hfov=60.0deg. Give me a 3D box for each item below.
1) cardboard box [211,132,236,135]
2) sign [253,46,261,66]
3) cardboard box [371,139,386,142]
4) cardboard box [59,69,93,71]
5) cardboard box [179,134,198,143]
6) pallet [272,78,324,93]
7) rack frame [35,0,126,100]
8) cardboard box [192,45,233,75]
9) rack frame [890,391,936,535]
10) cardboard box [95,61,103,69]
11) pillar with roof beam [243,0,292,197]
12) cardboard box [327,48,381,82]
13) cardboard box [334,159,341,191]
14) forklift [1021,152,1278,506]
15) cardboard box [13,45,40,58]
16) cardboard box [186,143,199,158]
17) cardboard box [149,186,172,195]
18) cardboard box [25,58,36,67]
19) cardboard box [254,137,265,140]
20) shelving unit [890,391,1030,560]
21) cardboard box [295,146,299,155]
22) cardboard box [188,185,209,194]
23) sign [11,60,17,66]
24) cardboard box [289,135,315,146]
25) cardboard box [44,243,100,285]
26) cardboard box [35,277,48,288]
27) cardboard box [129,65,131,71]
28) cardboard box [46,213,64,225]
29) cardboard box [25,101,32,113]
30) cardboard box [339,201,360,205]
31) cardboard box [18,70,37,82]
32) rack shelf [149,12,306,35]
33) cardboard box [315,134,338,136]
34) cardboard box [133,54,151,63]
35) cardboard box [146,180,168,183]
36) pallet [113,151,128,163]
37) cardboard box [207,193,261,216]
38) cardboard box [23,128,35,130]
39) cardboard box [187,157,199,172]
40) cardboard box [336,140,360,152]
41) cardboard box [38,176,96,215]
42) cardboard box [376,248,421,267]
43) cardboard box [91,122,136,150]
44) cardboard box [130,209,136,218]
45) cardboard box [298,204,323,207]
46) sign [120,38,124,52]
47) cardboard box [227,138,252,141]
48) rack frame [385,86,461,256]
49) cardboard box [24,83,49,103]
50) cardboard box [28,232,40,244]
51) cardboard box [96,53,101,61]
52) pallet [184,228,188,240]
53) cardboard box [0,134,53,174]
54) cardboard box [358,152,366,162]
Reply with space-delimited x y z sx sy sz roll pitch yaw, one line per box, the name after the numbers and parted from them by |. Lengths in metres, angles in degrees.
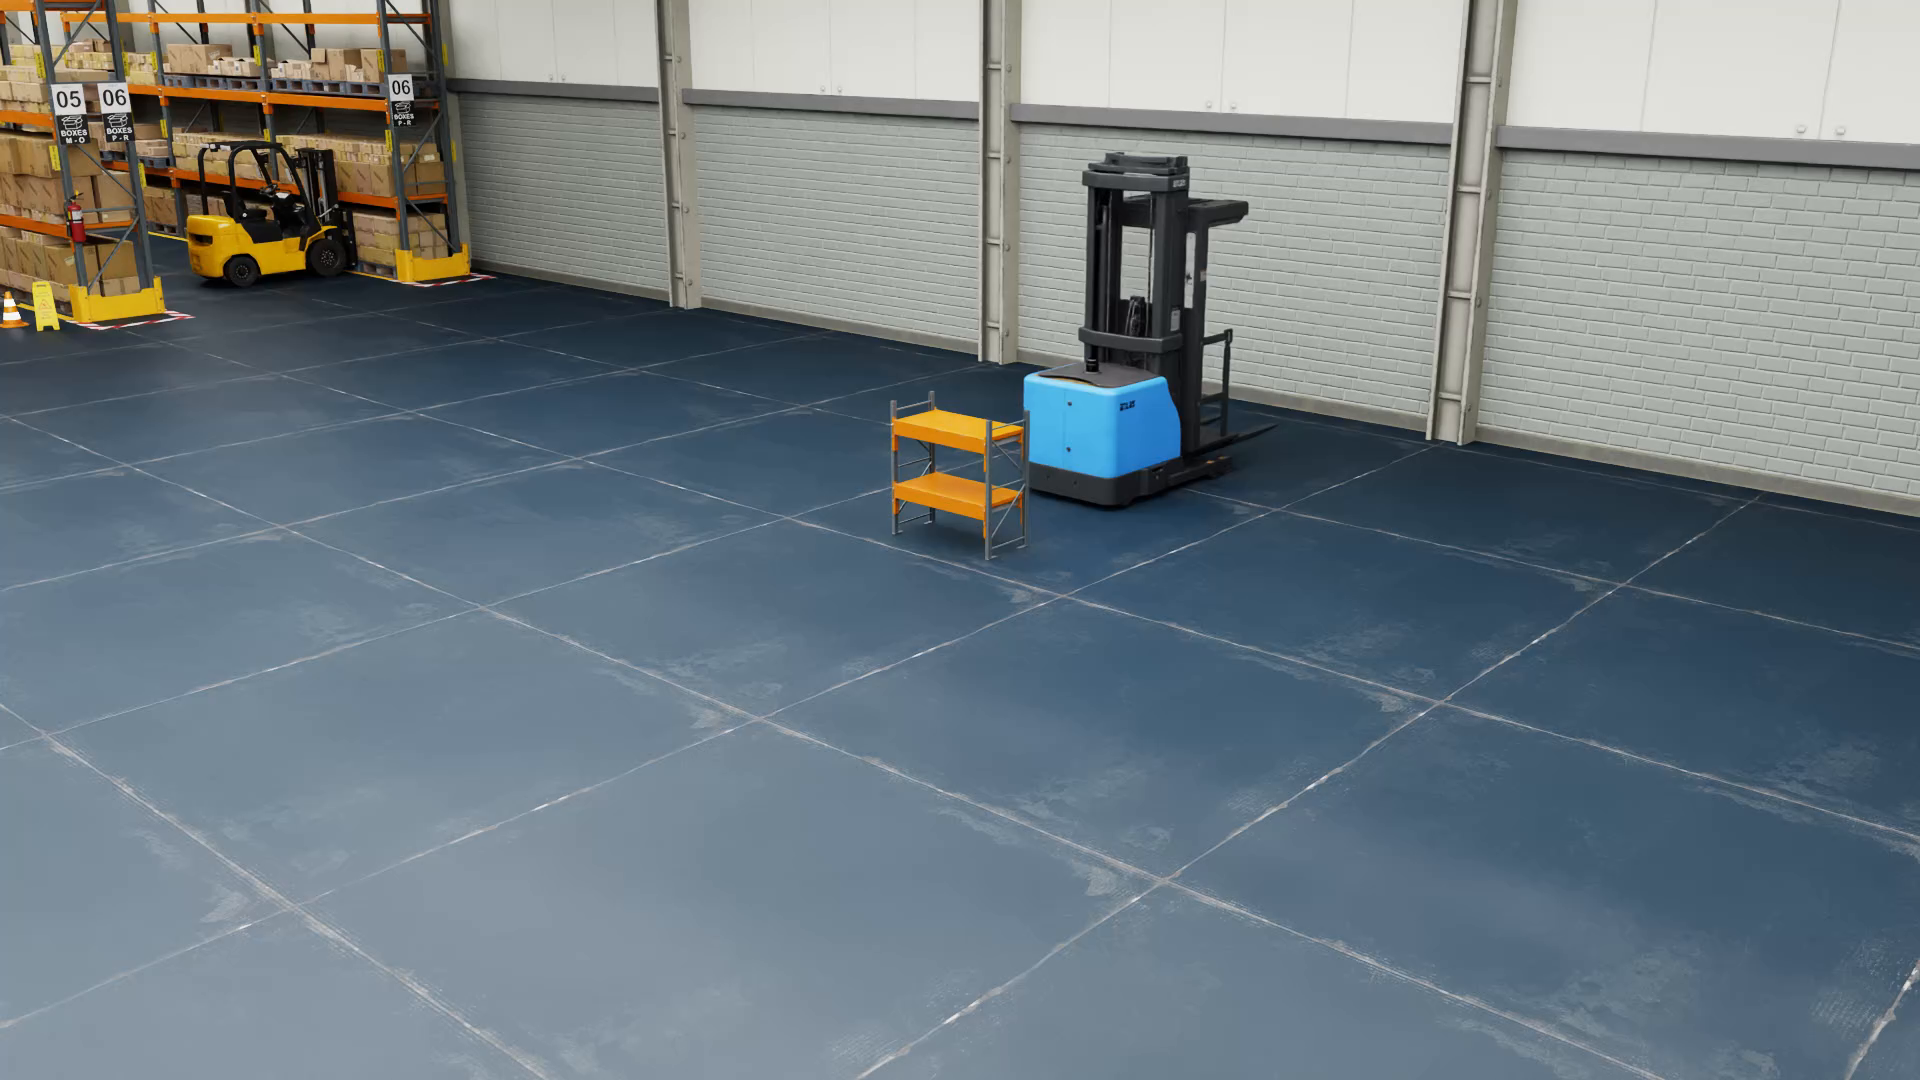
-13.917 -7.633 31.465 0.250 0.149 0.380 16 23 41 | cardboard box
-11.926 -8.221 28.223 0.005 0.325 0.100 15 23 39 | sign
-9.590 -6.616 27.770 0.250 0.149 0.380 14 23 38 | cardboard box
-12.487 -6.578 23.520 0.250 0.149 0.380 15 23 39 | cardboard box
-14.321 -7.495 31.033 0.250 0.149 0.380 16 23 40 | cardboard box
-10.918 -7.741 28.234 1.213 0.211 1.003 15 23 39 | pallet
-11.873 -7.452 22.216 0.127 3.000 1.000 15 23 39 | rack frame
-13.423 -8.643 29.902 0.500 0.500 0.500 16 23 41 | cardboard box
-0.385 -0.640 13.767 0.032 1.125 0.500 15 23 39 | rack frame
-16.647 -9.276 32.478 0.250 0.149 0.380 16 23 41 | cardboard box
-15.849 -9.150 27.567 0.400 9.000 9.100 15 23 39 | pillar with roof beam
-9.773 -7.703 26.943 0.500 0.500 0.700 15 23 40 | cardboard box
-10.272 -6.111 27.743 0.500 0.500 0.500 15 23 40 | cardboard box
1.903 -2.061 15.261 1.130 2.935 3.031 15 23 39 | forklift
-19.630 -10.317 35.133 0.500 0.250 0.500 15 23 38 | cardboard box
-14.021 -7.244 30.900 0.500 0.250 0.500 16 24 41 | cardboard box
-15.662 -6.856 32.622 0.250 0.149 0.380 16 24 41 | cardboard box
-19.227 -9.976 34.885 0.500 0.250 0.500 15 23 38 | cardboard box
-12.612 -7.263 30.302 0.250 0.149 0.380 15 23 39 | cardboard box
-0.005 -0.538 13.446 1.048 1.125 0.538 15 23 39 | shelving unit
-11.101 -6.655 28.385 0.250 0.149 0.380 15 23 39 | cardboard box
-14.929 -6.875 32.682 0.250 0.149 0.380 16 24 41 | cardboard box
-14.510 -7.196 25.514 0.005 0.325 0.100 15 23 39 | sign
-11.264 -6.859 28.535 0.250 0.149 0.380 15 23 40 | cardboard box
-12.645 -3.941 23.684 0.500 0.500 0.500 15 23 40 | cardboard box
-13.038 -3.689 24.129 0.500 0.250 0.500 15 23 39 | cardboard box
-15.934 -9.152 32.120 0.250 0.149 0.380 16 24 41 | cardboard box
-12.558 -4.525 23.327 0.250 0.149 0.380 15 23 39 | cardboard box
-12.710 -6.014 23.061 0.250 0.149 0.380 16 24 41 | cardboard box
-10.687 -5.732 28.913 0.500 0.250 0.500 15 23 38 | cardboard box
-12.848 -6.454 23.127 0.250 0.149 0.380 15 23 40 | cardboard box
-13.069 -9.247 29.722 4.000 0.370 1.077 15 23 39 | rack shelf
-10.973 -6.962 28.862 0.250 0.149 0.380 14 23 38 | cardboard box
-15.539 -9.194 31.761 0.250 0.149 0.380 15 23 38 | cardboard box
-16.322 -7.223 33.780 0.250 0.149 0.380 16 24 41 | cardboard box
-16.022 -7.620 32.982 1.213 0.211 1.003 15 23 39 | pallet
-13.613 -6.133 31.209 0.625 0.625 0.875 16 24 41 | cardboard box
-20.387 -8.847 36.286 0.500 0.250 0.500 15 23 40 | cardboard box
-14.022 -7.005 30.972 0.500 0.250 0.500 14 23 38 | cardboard box
-10.010 -6.473 27.319 0.250 0.149 0.380 16 23 40 | cardboard box
-12.462 -4.829 23.210 0.500 0.500 0.500 15 23 38 | cardboard box
-9.142 -4.629 27.089 0.500 0.250 0.500 15 23 40 | cardboard box
-16.956 -8.122 33.385 0.500 0.500 0.700 15 23 40 | cardboard box
-16.185 -6.675 33.123 0.500 0.500 0.500 14 22 37 | cardboard box
-11.043 -5.612 28.536 0.500 0.250 0.500 15 23 39 | cardboard box
-17.191 -10.116 34.063 0.005 0.325 0.100 15 23 39 | sign
-12.951 -7.144 29.927 0.250 0.149 0.380 15 23 40 | cardboard box
-8.581 -5.716 26.665 0.127 3.000 1.000 15 23 39 | rack frame
-12.434 -6.134 22.779 0.500 0.250 0.500 15 23 39 | cardboard box
-13.150 -4.360 23.931 0.250 0.149 0.380 16 23 40 | cardboard box
-16.615 -9.423 32.449 0.250 0.149 0.380 15 23 40 | cardboard box
-13.975 -5.819 31.599 1.213 0.211 1.003 15 23 39 | pallet
-13.223 -5.494 23.655 0.500 0.500 0.700 15 23 39 | cardboard box
-9.568 -6.242 27.084 0.250 0.149 0.380 15 23 39 | cardboard box
